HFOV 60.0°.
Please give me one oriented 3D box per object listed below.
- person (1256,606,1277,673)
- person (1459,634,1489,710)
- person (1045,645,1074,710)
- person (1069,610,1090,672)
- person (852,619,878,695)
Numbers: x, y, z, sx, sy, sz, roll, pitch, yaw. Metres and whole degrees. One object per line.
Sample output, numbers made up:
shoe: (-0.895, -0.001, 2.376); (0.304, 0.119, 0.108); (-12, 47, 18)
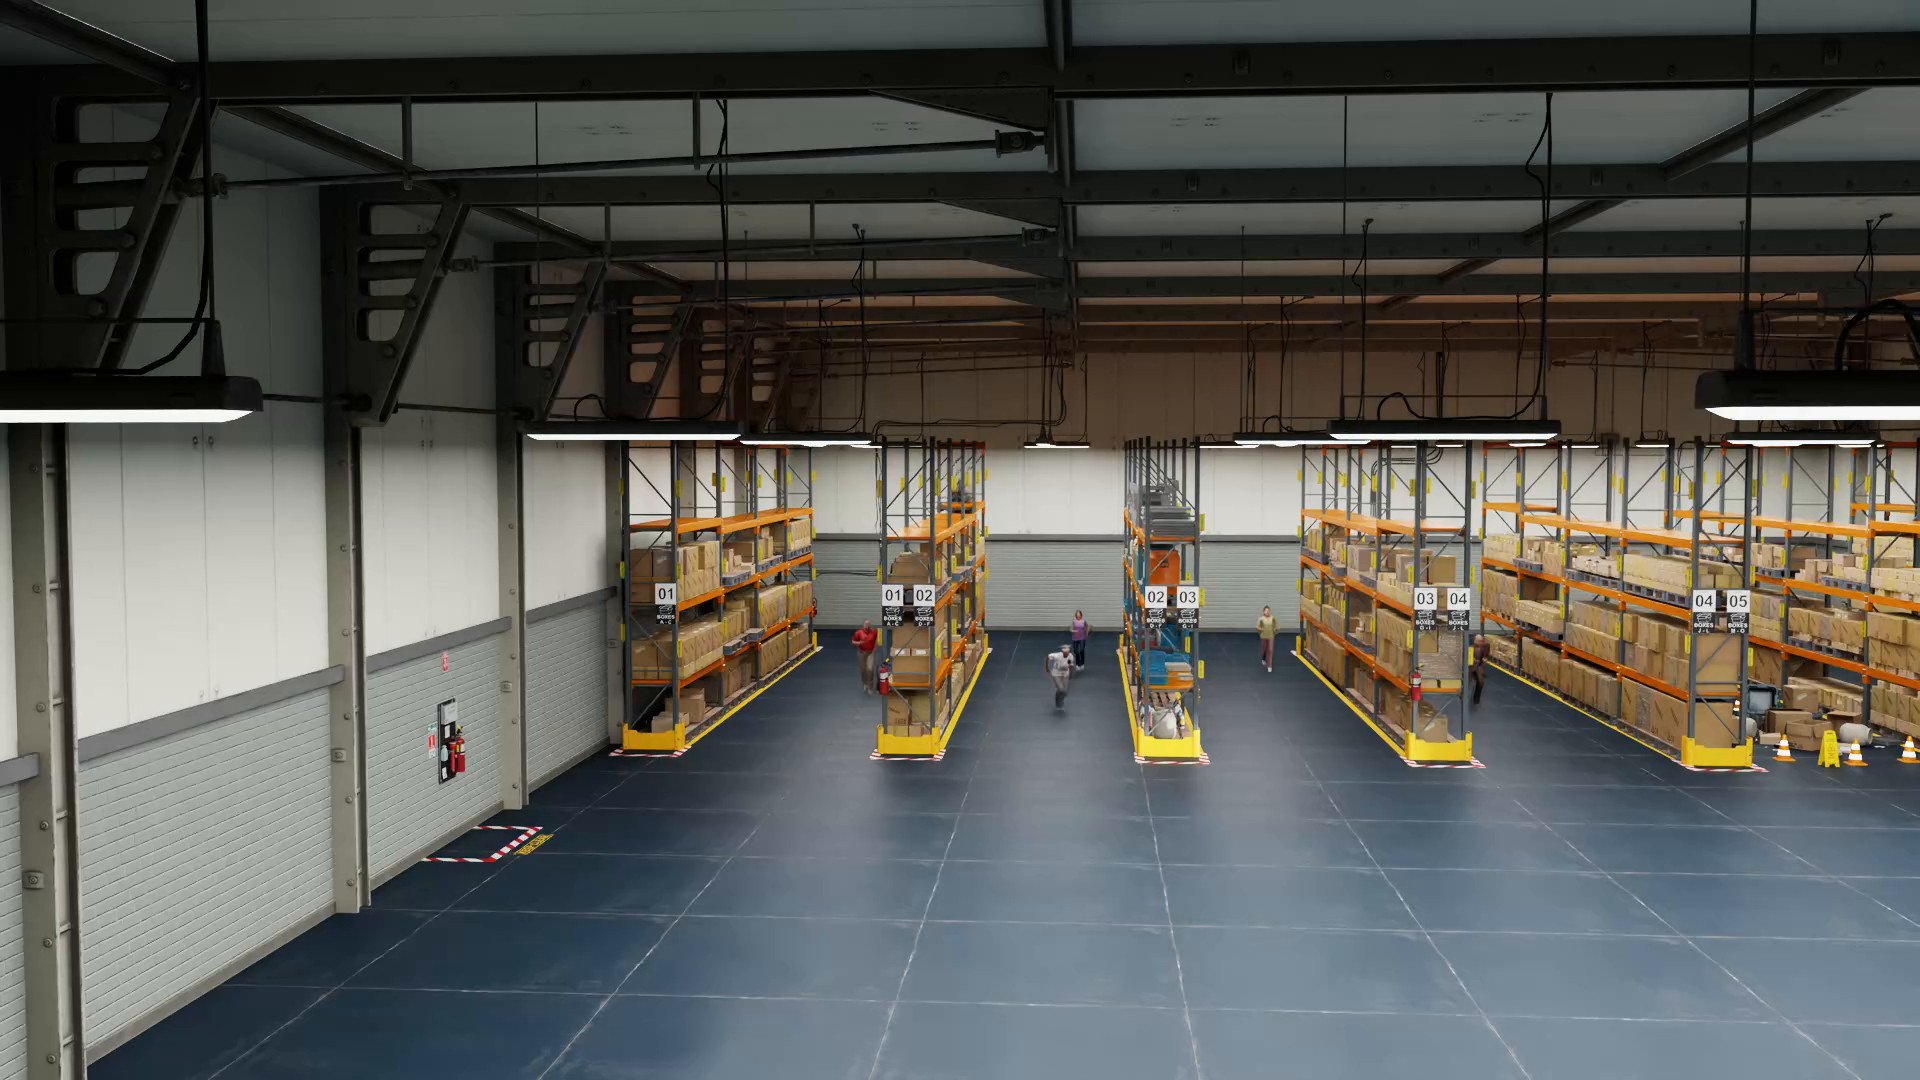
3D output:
person: (8.004, 2.575, 43.361); (0.578, 1.659, 0.952); (0, 3, 2)
person: (11.418, 2.932, 37.045); (0.751, 1.735, 1.072); (0, 3, -6)
person: (2.195, 3.024, 36.526); (0.602, 1.492, 0.852); (-1, 3, -16)
person: (3.096, 2.615, 43.144); (0.509, 1.604, 0.667); (0, 3, 9)
person: (-2.244, 2.768, 39.364); (0.631, 1.794, 0.830); (0, 3, -6)
